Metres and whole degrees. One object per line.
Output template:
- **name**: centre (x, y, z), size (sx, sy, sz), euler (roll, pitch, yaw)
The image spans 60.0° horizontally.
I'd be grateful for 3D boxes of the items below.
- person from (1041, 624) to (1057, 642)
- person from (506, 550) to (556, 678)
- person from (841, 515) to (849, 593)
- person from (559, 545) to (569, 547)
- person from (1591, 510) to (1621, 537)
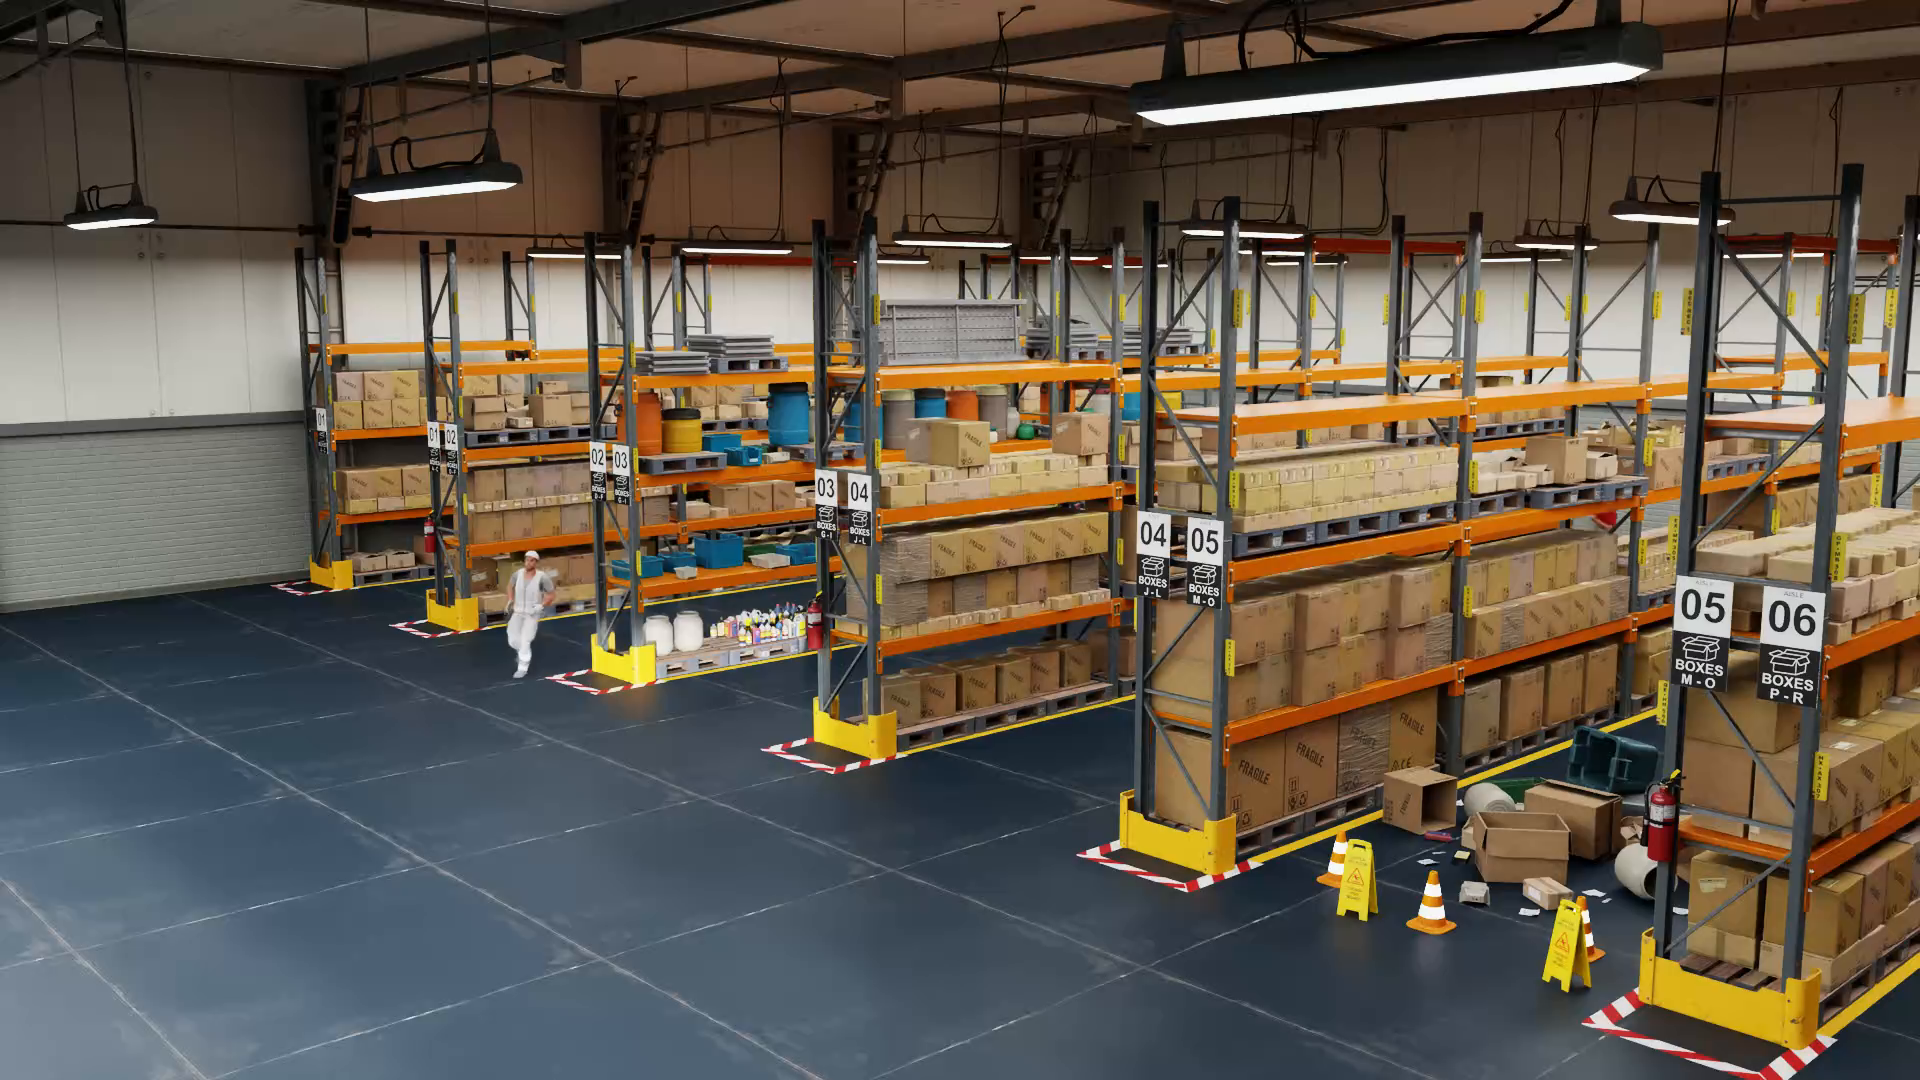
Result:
- **person**: centre (1.304, 0.625, 23.416), size (0.672, 1.678, 0.573), euler (8, 12, 43)
- **person**: centre (-5.859, 0.992, 22.724), size (0.709, 1.735, 0.564), euler (1, 8, 5)
- **person**: centre (-1.747, -0.080, 27.915), size (0.666, 1.894, 0.894), euler (6, 10, 35)
- **person**: centre (-7.049, -0.016, 29.449), size (0.617, 1.667, 0.958), euler (7, 11, 38)
- **person**: centre (11.820, -0.105, 30.339), size (0.674, 1.743, 0.579), euler (-4, 9, -26)
